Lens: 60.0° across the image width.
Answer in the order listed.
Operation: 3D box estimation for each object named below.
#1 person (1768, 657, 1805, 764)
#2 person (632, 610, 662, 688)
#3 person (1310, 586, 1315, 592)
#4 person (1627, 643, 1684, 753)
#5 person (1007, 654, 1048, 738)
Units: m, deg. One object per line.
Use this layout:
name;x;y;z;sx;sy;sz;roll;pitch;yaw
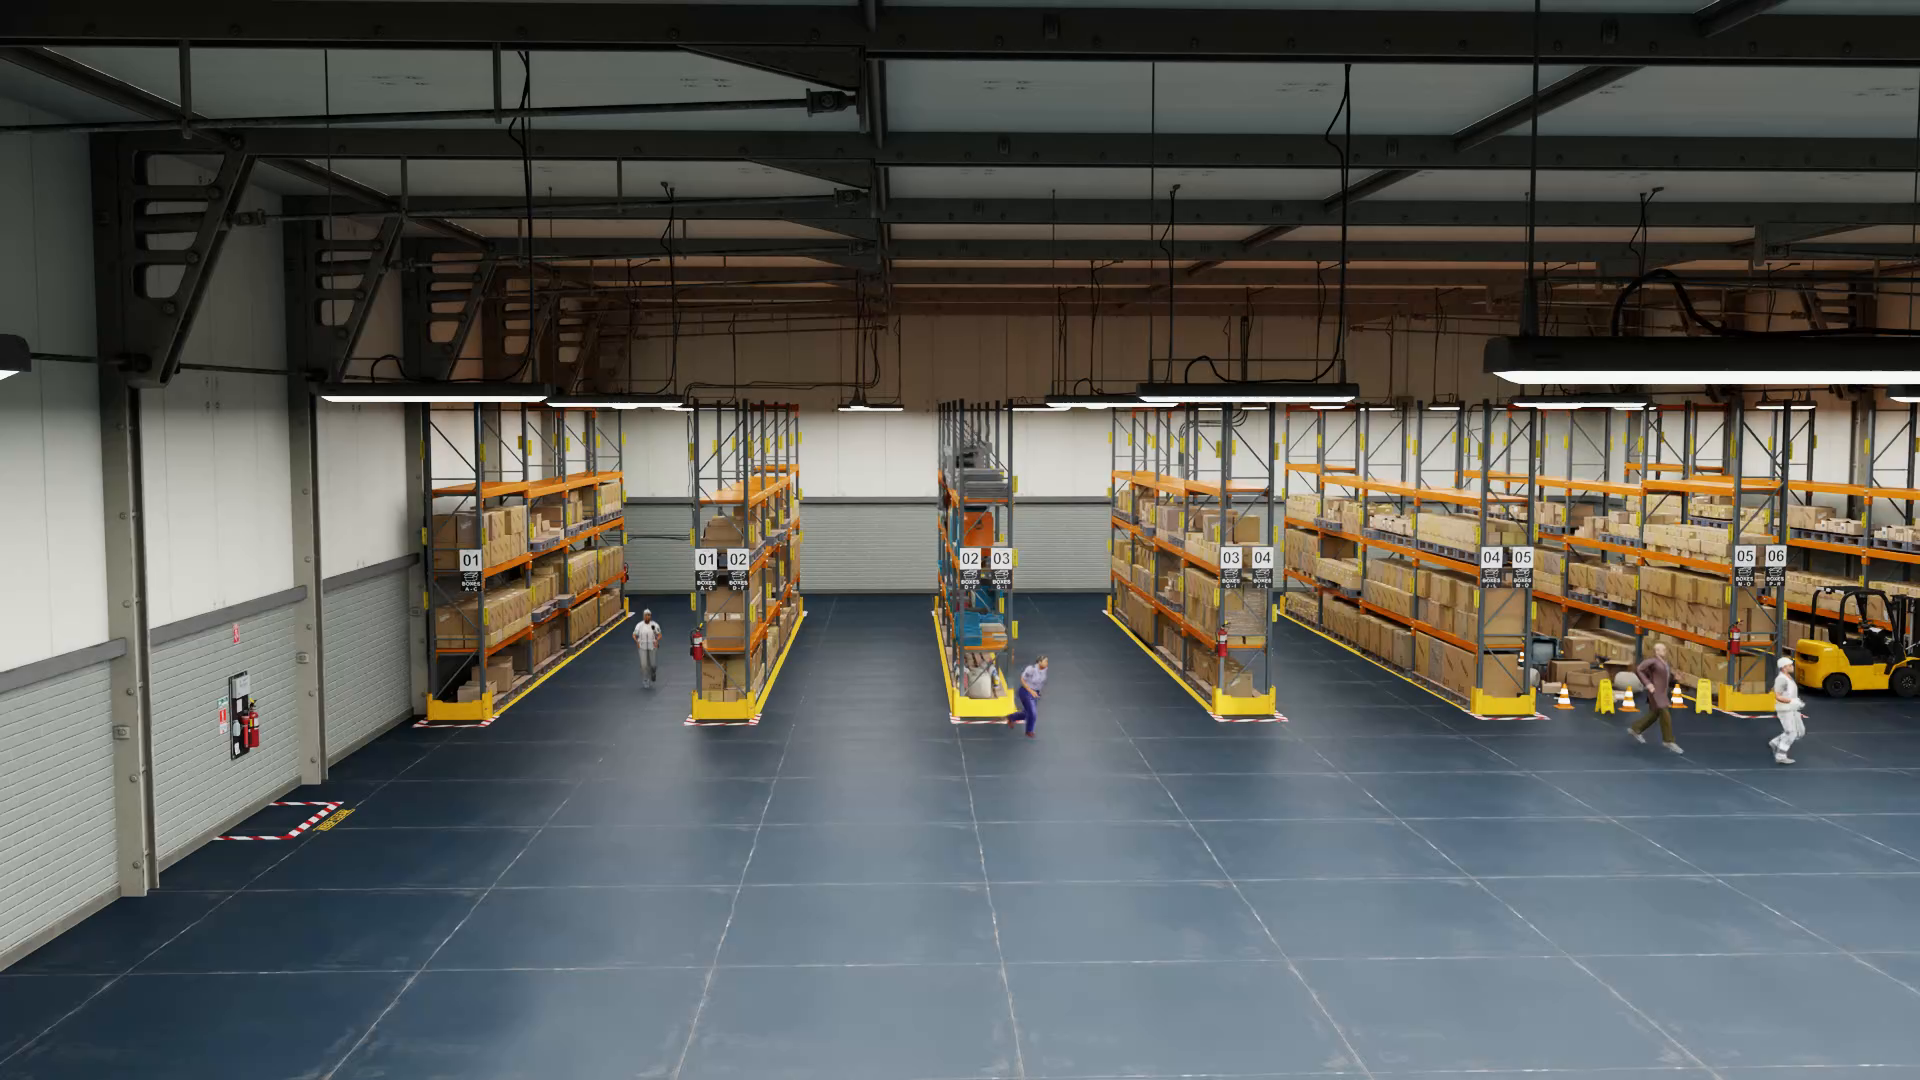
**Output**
person;13.535;2.786;27.174;0.603;1.740;0.649;4;6;41
person;-6.558;2.268;34.869;0.605;1.615;0.579;-1;4;-11
person;10.584;1.191;49.070;0.535;1.633;0.584;0;4;4
person;11.914;2.665;28.425;1.002;1.818;0.698;4;6;44
person;1.198;2.752;29.541;0.913;1.529;0.603;4;6;42
